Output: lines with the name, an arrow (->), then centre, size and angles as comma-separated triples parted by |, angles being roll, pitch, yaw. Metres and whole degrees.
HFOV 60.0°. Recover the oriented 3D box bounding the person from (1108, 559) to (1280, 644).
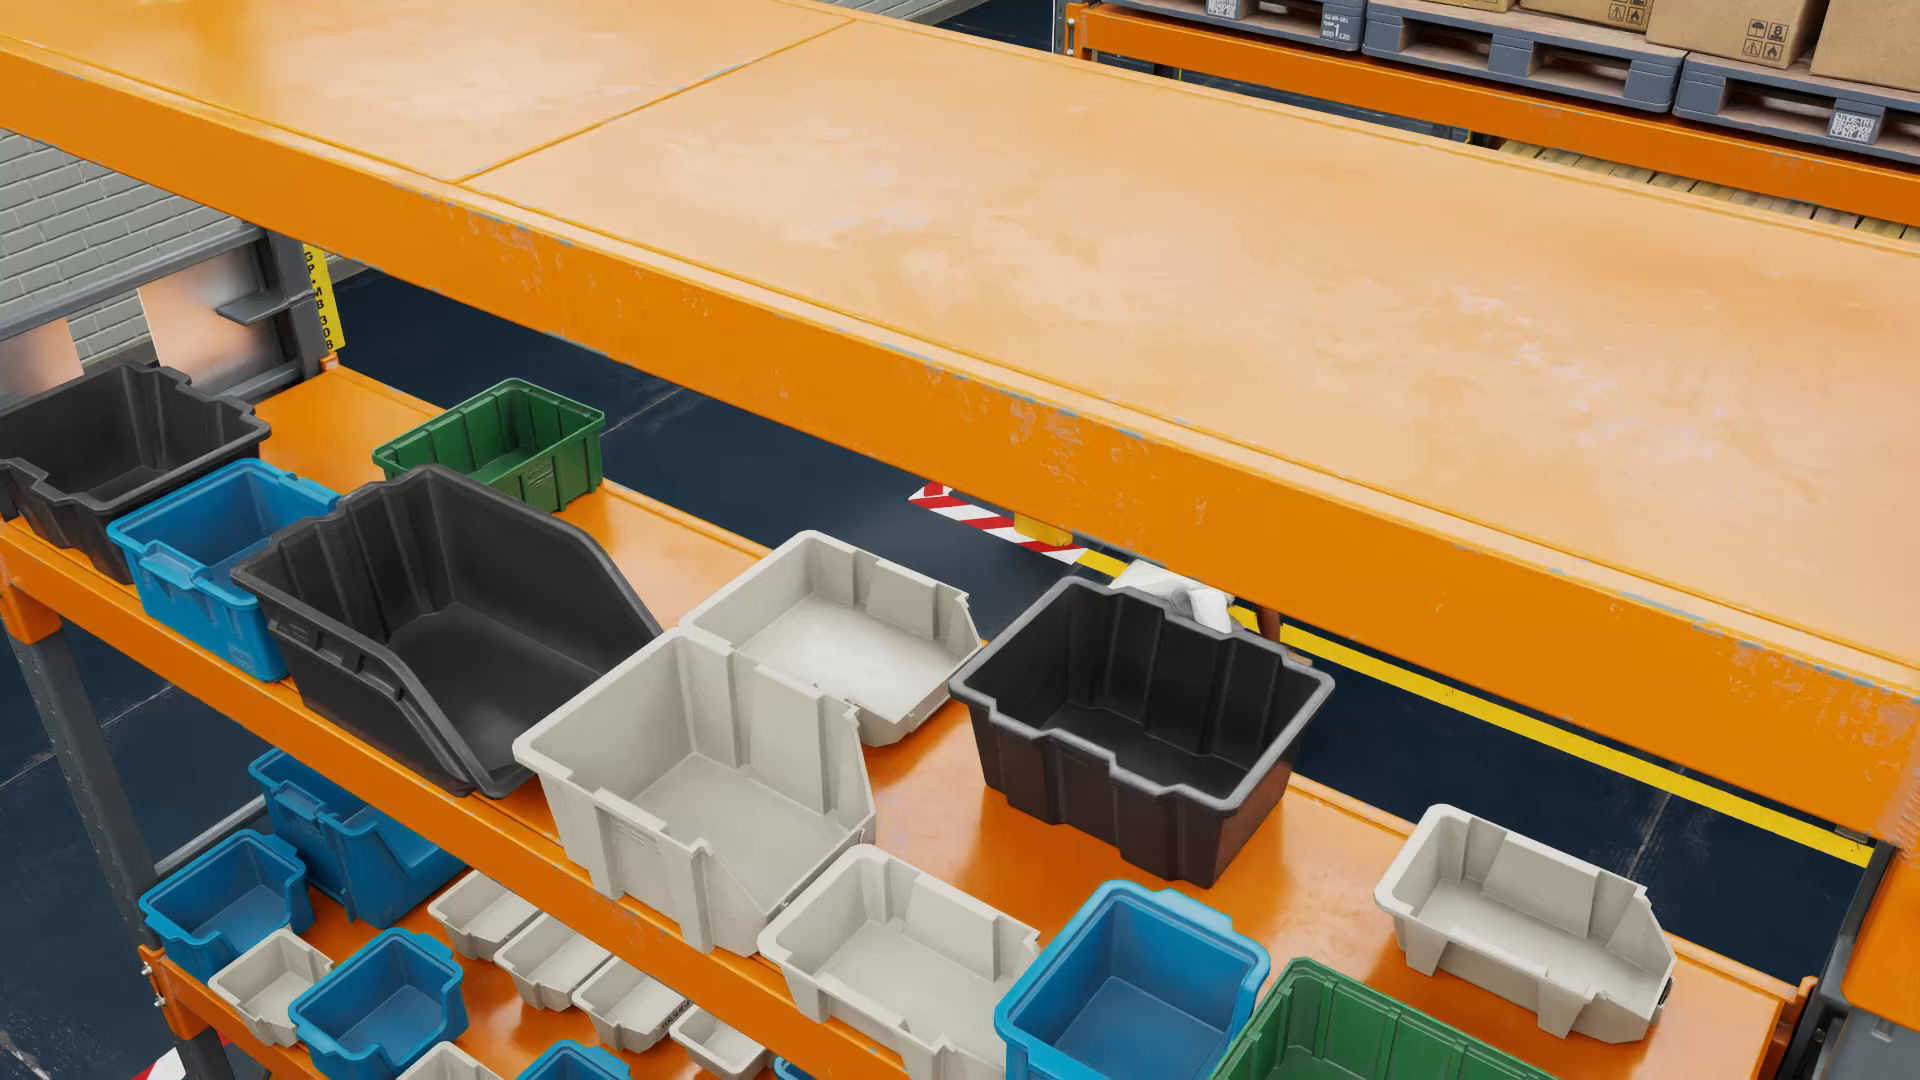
person -> 1.095, 0.354, 7.427 | 0.892, 1.040, 0.587 | 21, 40, 28
